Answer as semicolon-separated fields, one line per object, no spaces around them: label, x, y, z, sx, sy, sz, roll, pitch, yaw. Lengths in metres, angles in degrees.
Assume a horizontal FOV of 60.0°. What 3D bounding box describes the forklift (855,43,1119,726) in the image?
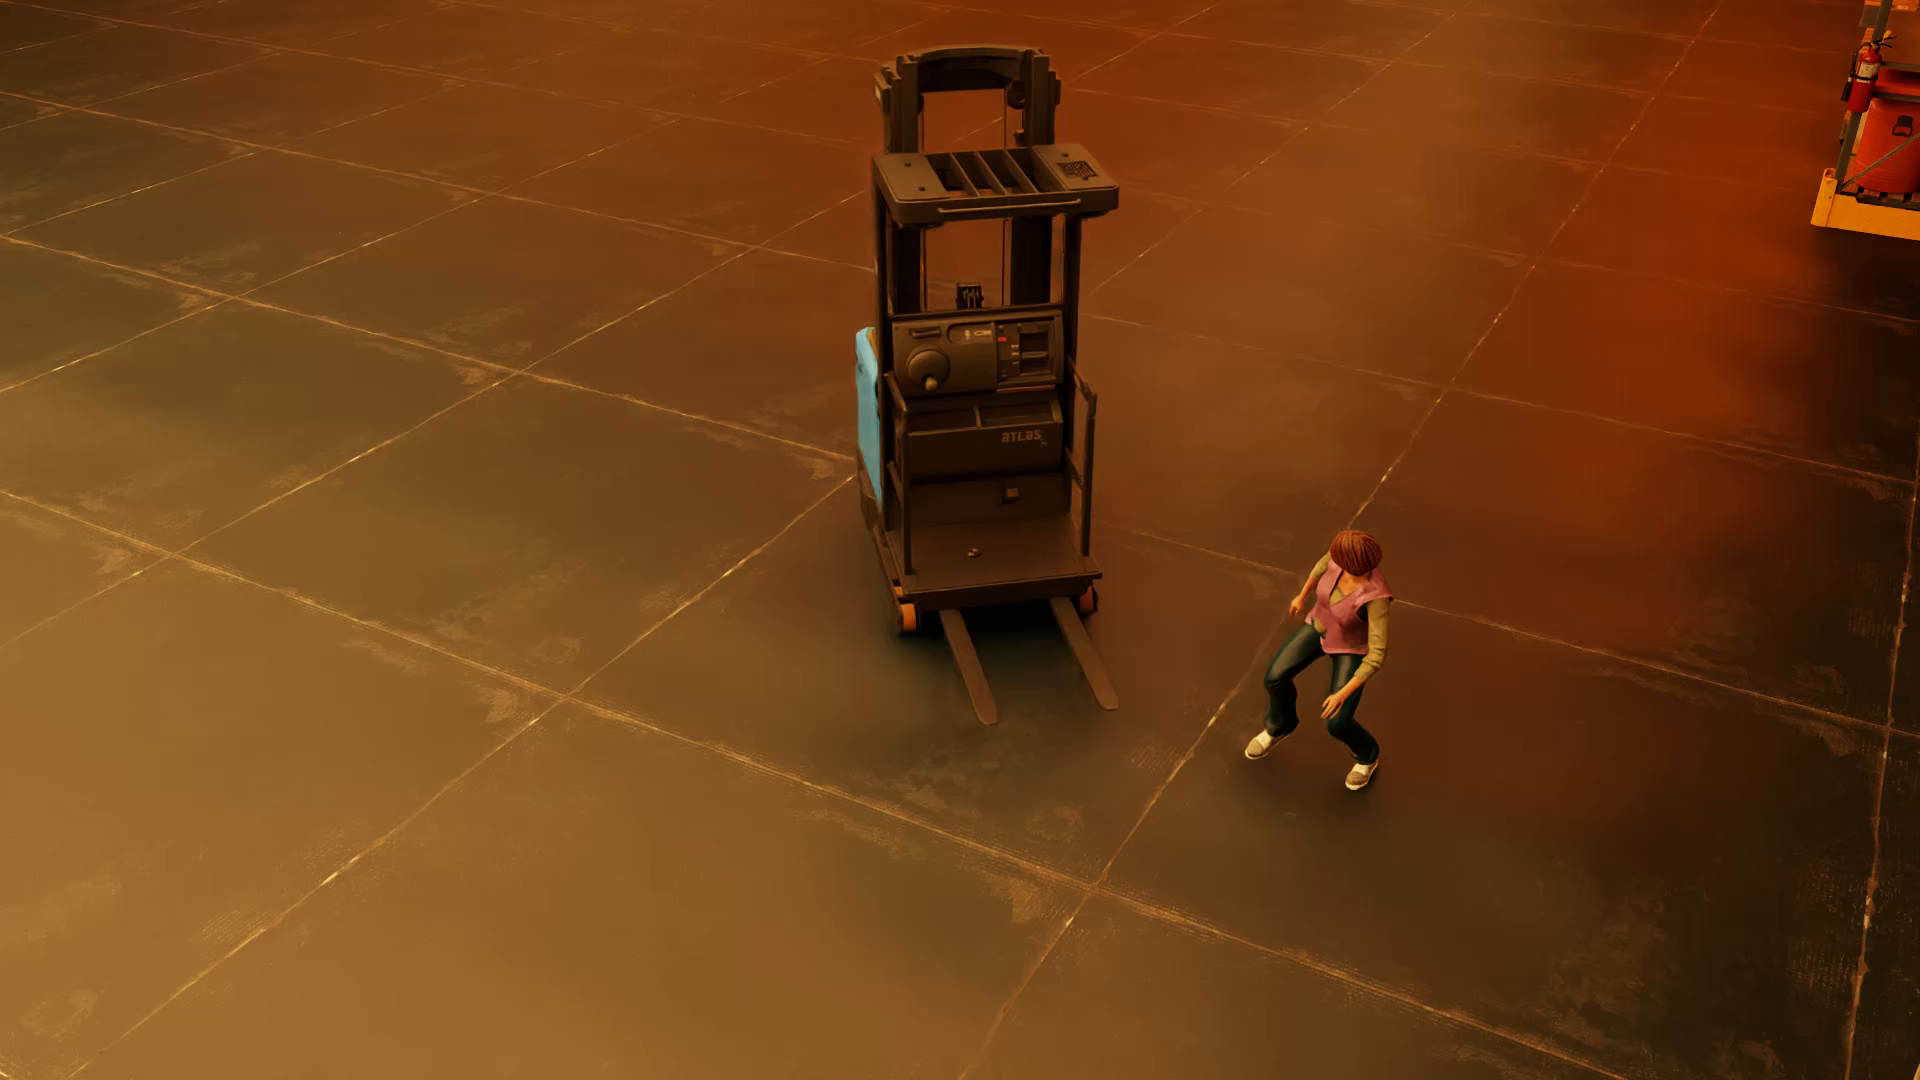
forklift;0.146;-0.960;8.735;1.130;2.935;3.031;-6;30;-10

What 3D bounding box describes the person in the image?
person;1.705;0.520;7.778;0.659;1.366;0.621;25;39;37
